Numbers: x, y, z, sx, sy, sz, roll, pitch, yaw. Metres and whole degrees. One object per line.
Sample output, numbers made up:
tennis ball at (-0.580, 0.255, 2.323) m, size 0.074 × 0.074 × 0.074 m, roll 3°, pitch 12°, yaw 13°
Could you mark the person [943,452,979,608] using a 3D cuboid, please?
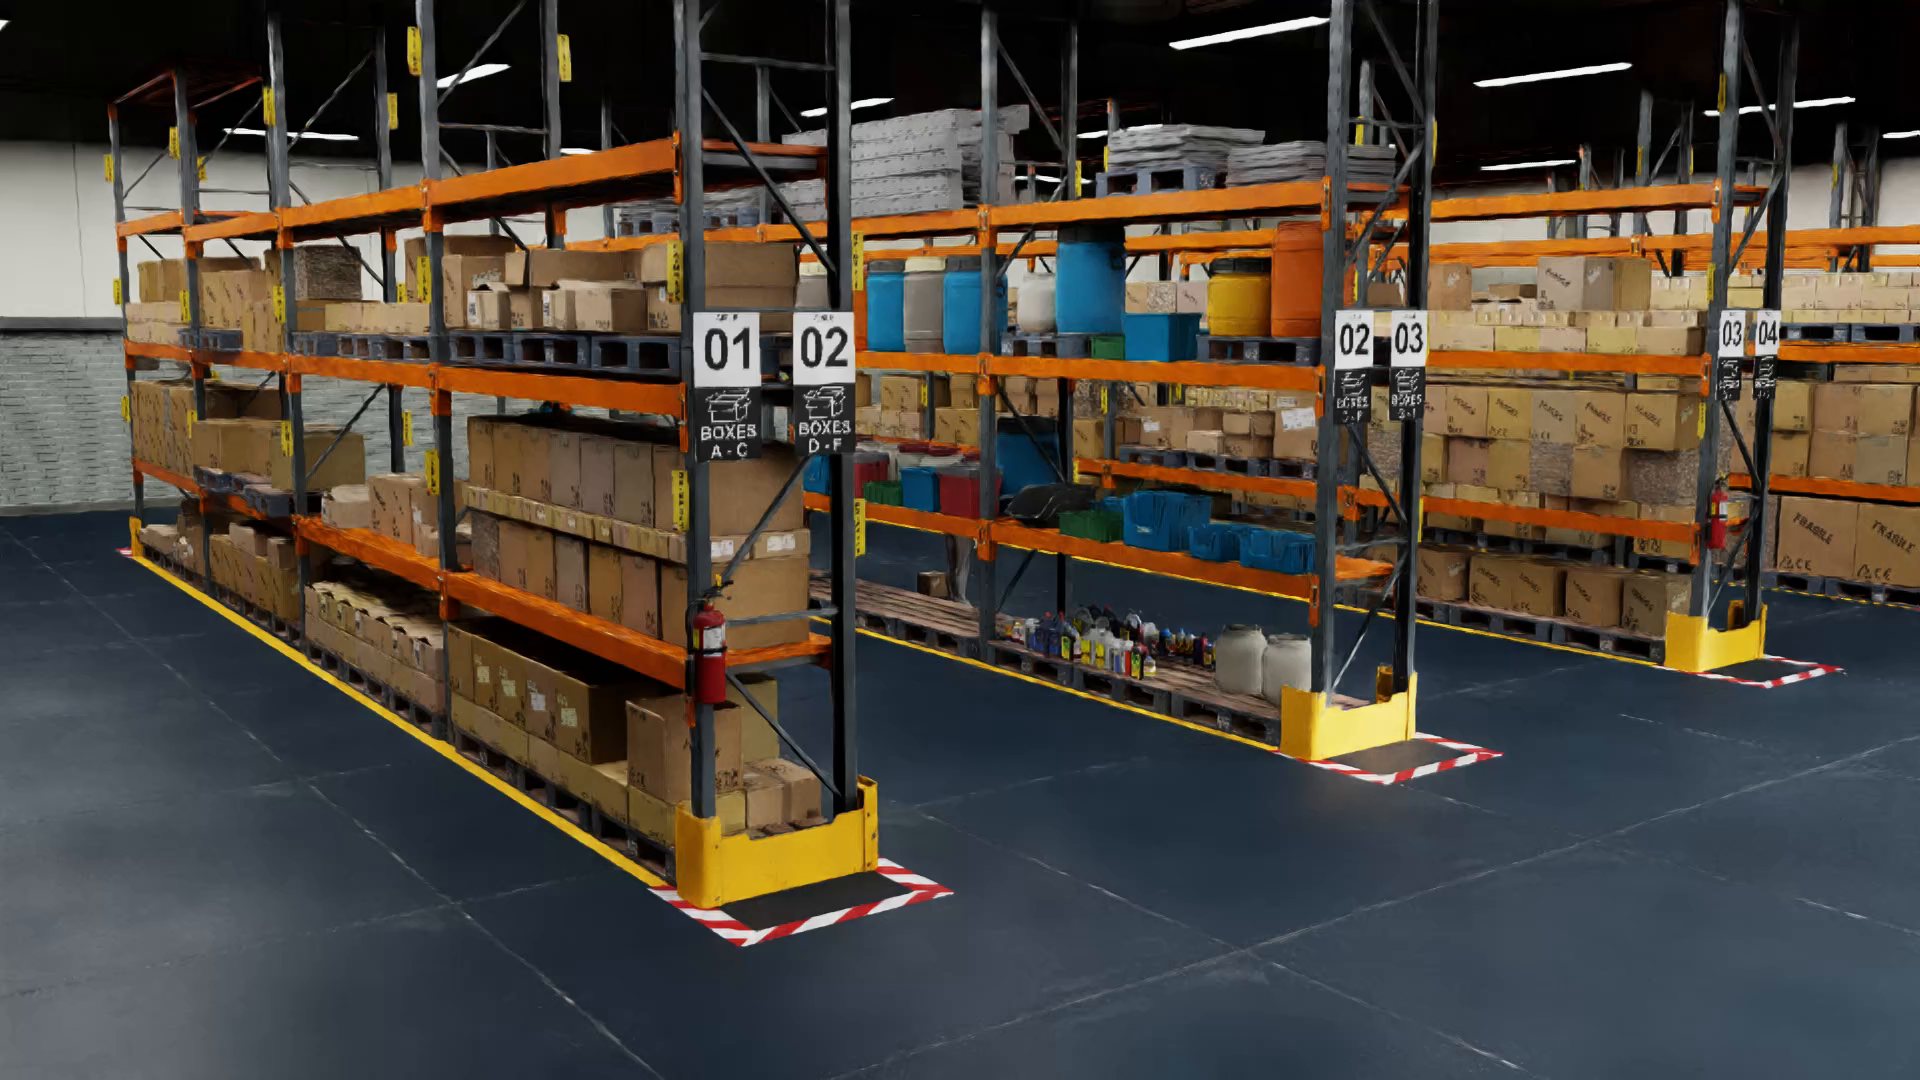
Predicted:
person at (-0.001, -0.098, 17.835) m, size 0.419 × 1.683 × 0.599 m, roll -7°, pitch 11°, yaw -43°
